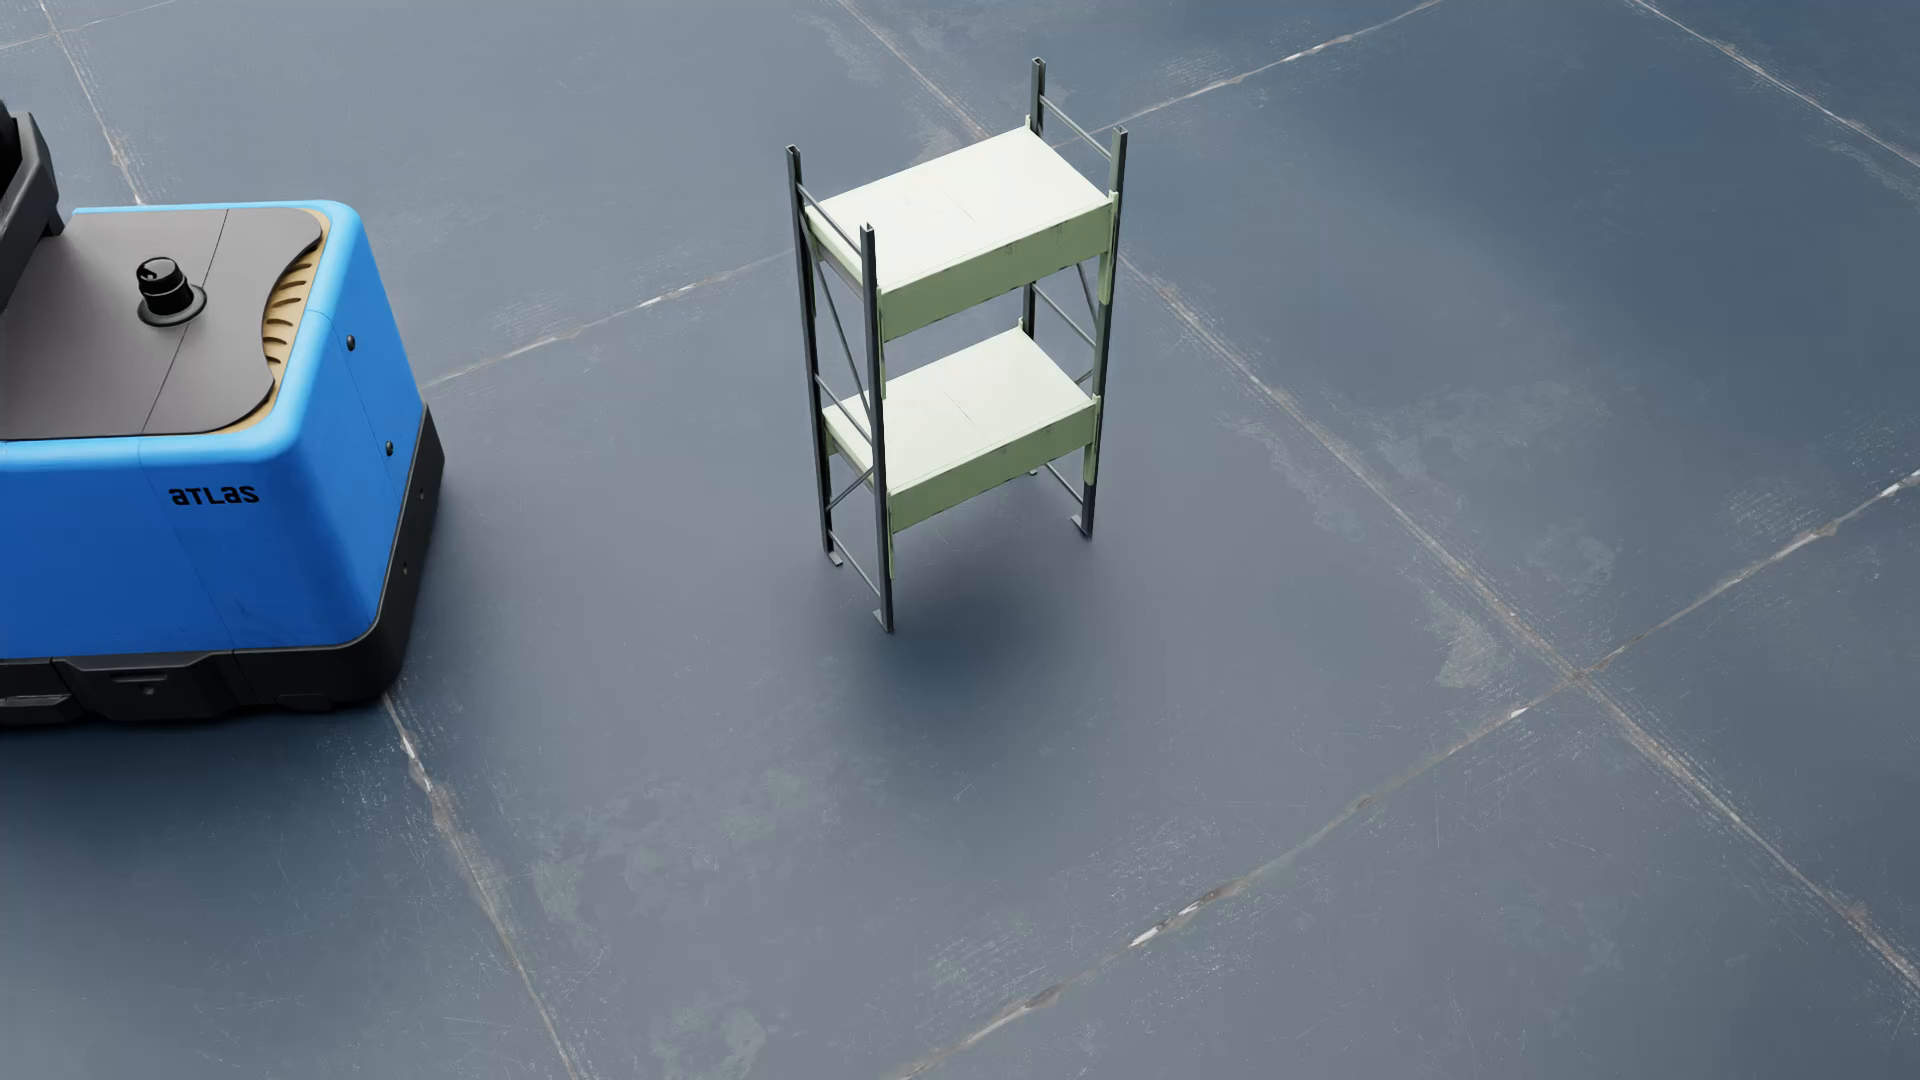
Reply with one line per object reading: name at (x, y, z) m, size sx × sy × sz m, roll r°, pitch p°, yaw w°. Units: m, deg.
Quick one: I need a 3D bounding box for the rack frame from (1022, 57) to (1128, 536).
rack frame at (0.304, -0.642, 4.817) m, size 0.023 × 1.500 × 0.400 m, roll -25°, pitch 53°, yaw -21°

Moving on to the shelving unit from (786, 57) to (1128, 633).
shelving unit at (-0.006, -0.496, 4.688) m, size 0.755 × 1.500 × 0.431 m, roll -25°, pitch 53°, yaw -21°

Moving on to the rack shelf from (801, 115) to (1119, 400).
rack shelf at (-0.006, -0.756, 4.396) m, size 0.720 × 0.370 × 0.431 m, roll -25°, pitch 53°, yaw -21°

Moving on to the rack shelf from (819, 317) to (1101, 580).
rack shelf at (-0.006, -0.279, 4.931) m, size 0.720 × 0.370 × 0.431 m, roll -25°, pitch 53°, yaw -21°

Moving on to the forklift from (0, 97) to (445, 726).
forklift at (-3.155, -0.802, 4.002) m, size 3.031 × 2.935 × 1.130 m, roll -2°, pitch 48°, yaw -2°

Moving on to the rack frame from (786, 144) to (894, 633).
rack frame at (-0.315, -0.350, 4.558) m, size 0.023 × 1.500 × 0.400 m, roll -25°, pitch 53°, yaw -21°
